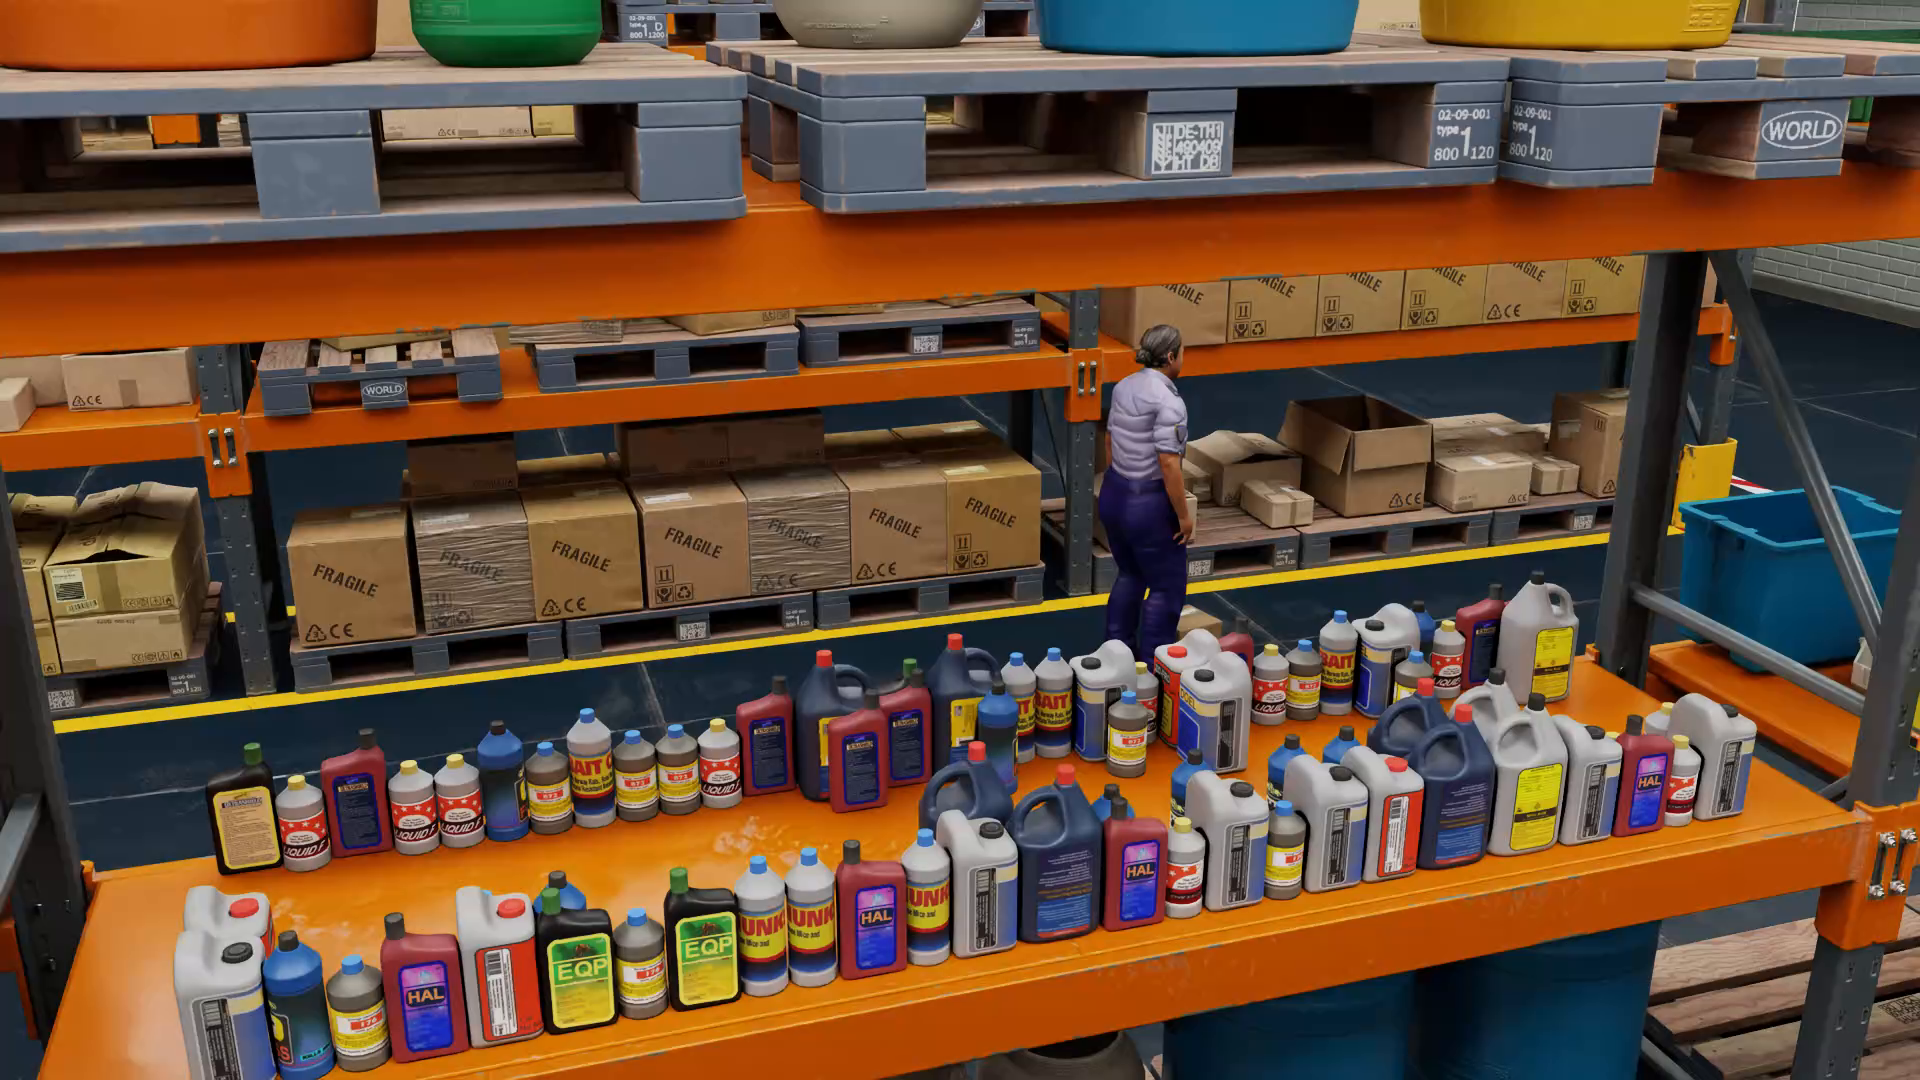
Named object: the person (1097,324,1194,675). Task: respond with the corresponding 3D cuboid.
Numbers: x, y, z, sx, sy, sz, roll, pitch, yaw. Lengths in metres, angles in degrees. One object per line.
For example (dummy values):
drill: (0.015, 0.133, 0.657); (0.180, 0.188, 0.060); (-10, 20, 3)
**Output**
person: (0.842, -0.142, 7.482); (0.363, 1.652, 0.560); (-10, 22, -26)
